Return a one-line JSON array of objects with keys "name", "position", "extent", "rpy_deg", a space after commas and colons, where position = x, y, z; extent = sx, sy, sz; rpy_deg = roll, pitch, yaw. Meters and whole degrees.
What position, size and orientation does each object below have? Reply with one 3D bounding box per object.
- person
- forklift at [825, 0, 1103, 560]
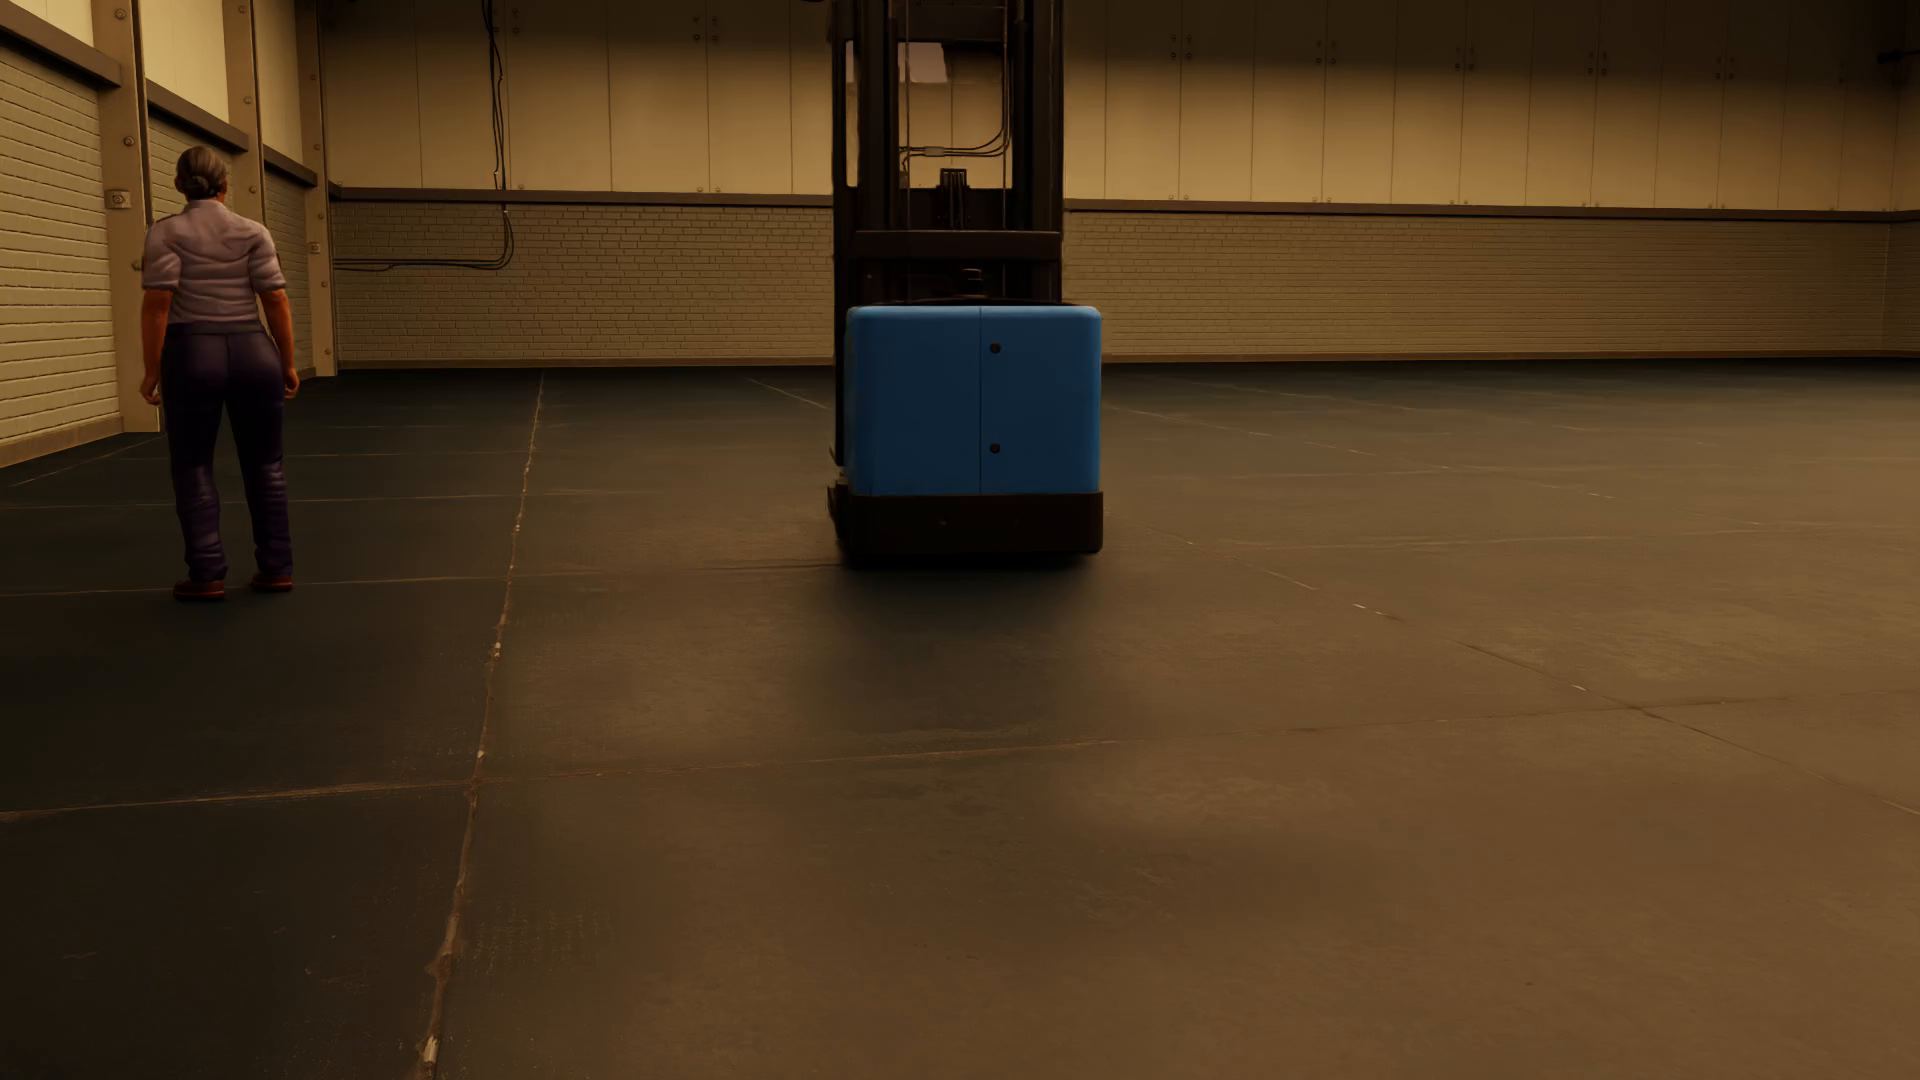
[{"name": "person", "position": [-2.748, -0.615, 6.171], "extent": [0.549, 1.651, 0.379], "rpy_deg": [-6, 10, -37]}, {"name": "forklift", "position": [-0.086, -1.537, 8.111], "extent": [1.130, 2.935, 3.031], "rpy_deg": [-1, 8, -6]}]
